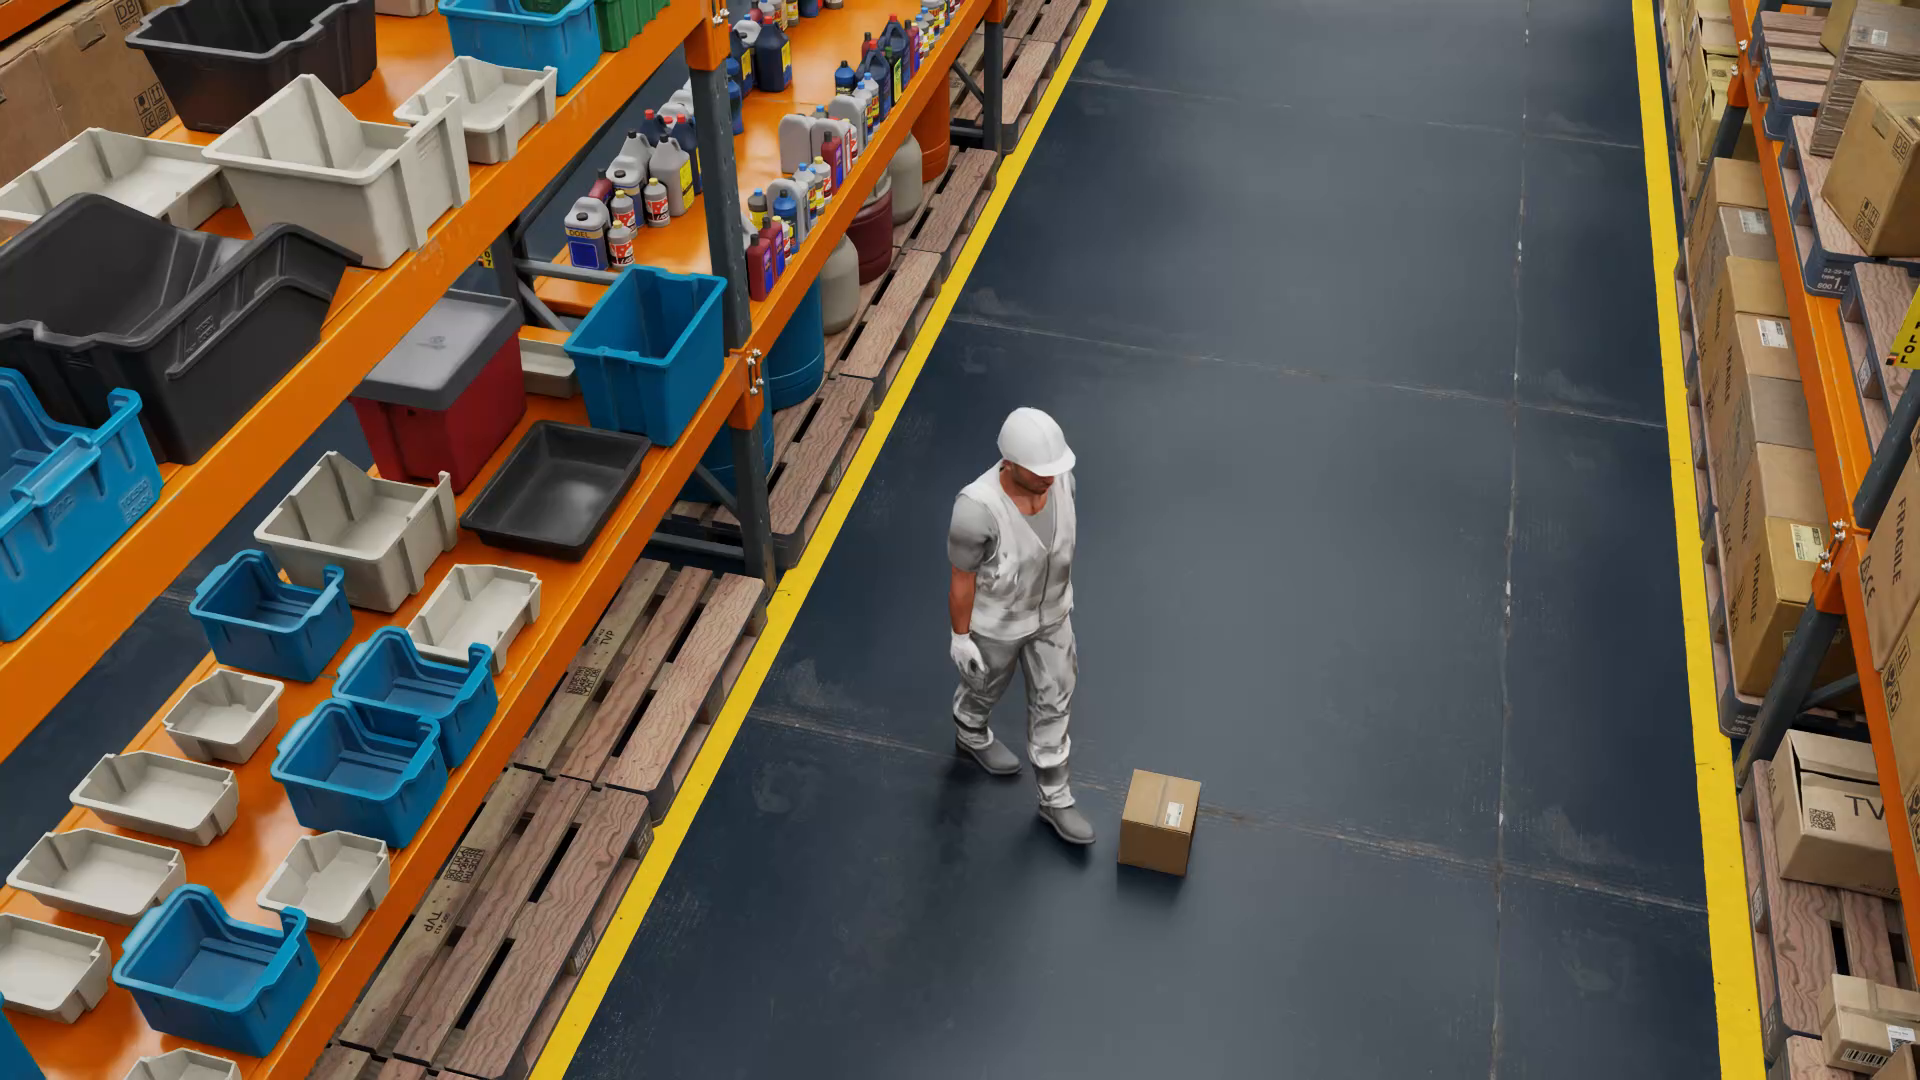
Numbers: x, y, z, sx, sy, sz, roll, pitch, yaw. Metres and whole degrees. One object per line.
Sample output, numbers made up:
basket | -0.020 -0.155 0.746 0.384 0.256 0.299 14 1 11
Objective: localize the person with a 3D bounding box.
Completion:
person | 0.257 0.304 5.786 0.566 1.777 0.763 -24 46 -25
